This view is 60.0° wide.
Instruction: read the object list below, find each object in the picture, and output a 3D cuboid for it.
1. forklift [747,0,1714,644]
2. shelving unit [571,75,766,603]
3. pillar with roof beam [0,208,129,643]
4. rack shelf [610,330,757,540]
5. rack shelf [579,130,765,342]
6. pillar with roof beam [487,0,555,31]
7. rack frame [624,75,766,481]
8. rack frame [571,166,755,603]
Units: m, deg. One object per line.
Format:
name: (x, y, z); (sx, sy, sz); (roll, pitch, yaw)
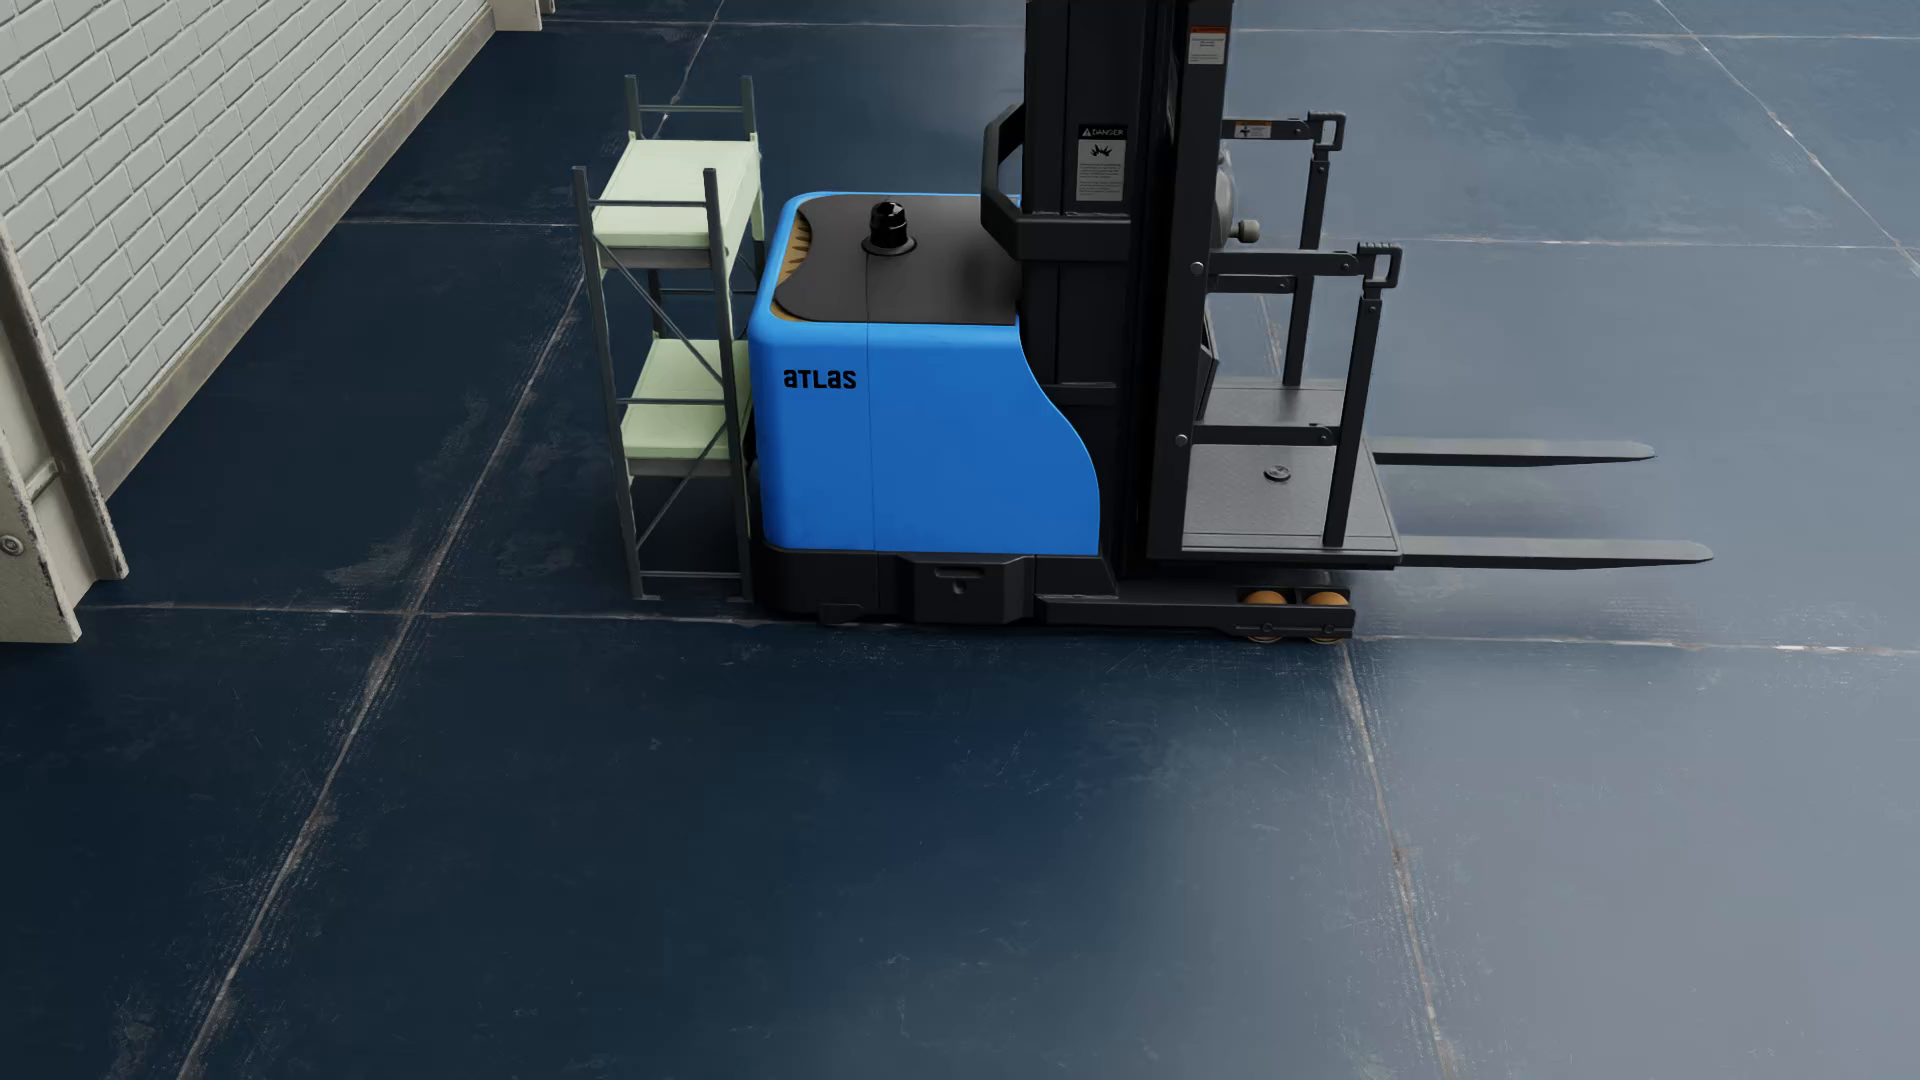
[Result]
forklift: (0.897, -1.181, 4.882); (3.031, 2.935, 1.130); (1, 35, 2)
shelving unit: (-0.863, -0.626, 5.337); (0.431, 1.500, 0.755); (1, 35, 2)
pillar with roof beam: (1.341, -3.372, 2.722); (9.100, 9.000, 0.400); (1, 35, 2)
rack shelf: (-0.863, -0.360, 5.524); (0.431, 0.370, 0.720); (1, 35, 2)
rack shelf: (-0.863, -0.946, 5.113); (0.431, 0.370, 0.720); (1, 35, 2)
pillar with roof beam: (1.582, -6.819, 7.627); (9.100, 9.000, 0.400); (1, 35, 2)
rack frame: (-0.851, -0.837, 5.636); (0.400, 1.500, 0.023); (1, 35, 2)
rack frame: (-0.876, -0.416, 5.038); (0.400, 1.500, 0.023); (1, 35, 2)
